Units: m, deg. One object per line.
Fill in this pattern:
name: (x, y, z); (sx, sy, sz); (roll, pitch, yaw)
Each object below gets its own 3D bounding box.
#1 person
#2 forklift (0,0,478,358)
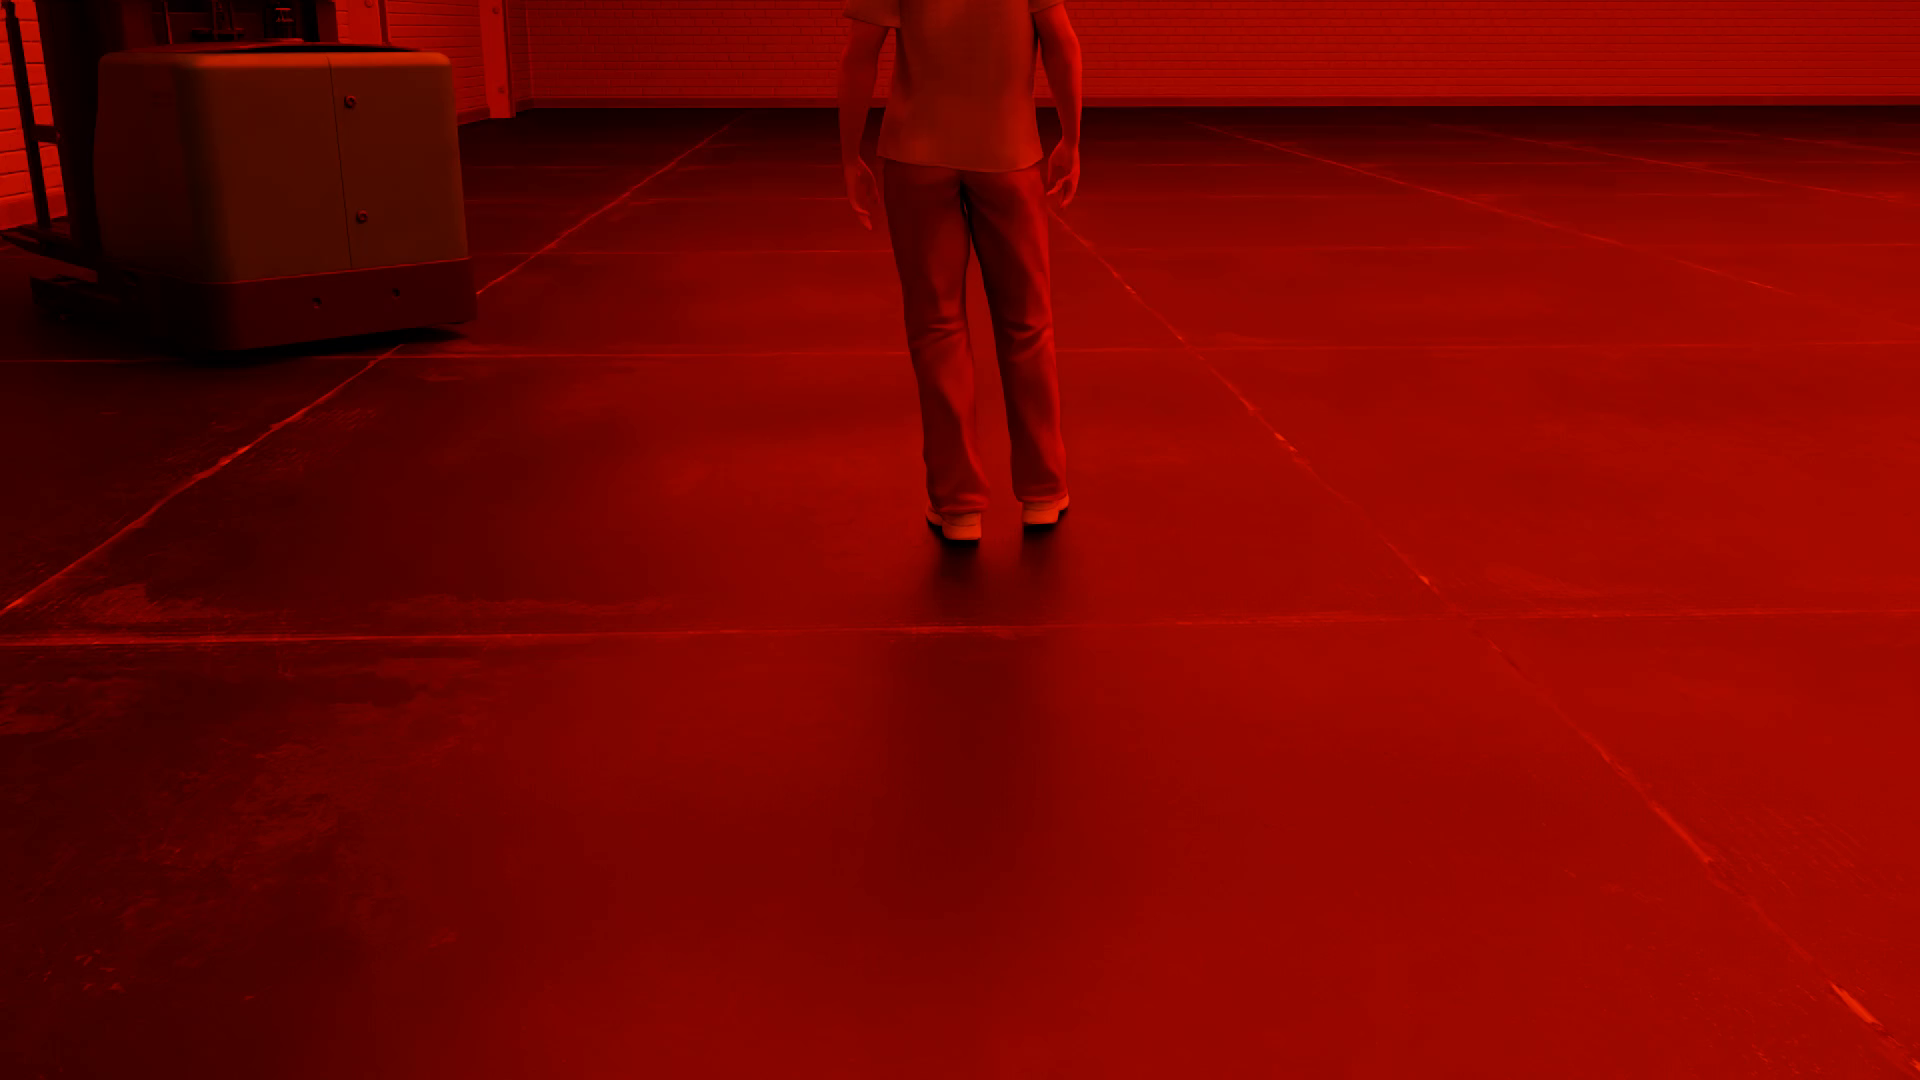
person: (0.007, -0.830, 3.742); (0.554, 1.673, 0.548); (-1, 17, -3)
forklift: (-3.281, -2.406, 6.771); (1.130, 2.935, 3.031); (-16, 23, -42)
